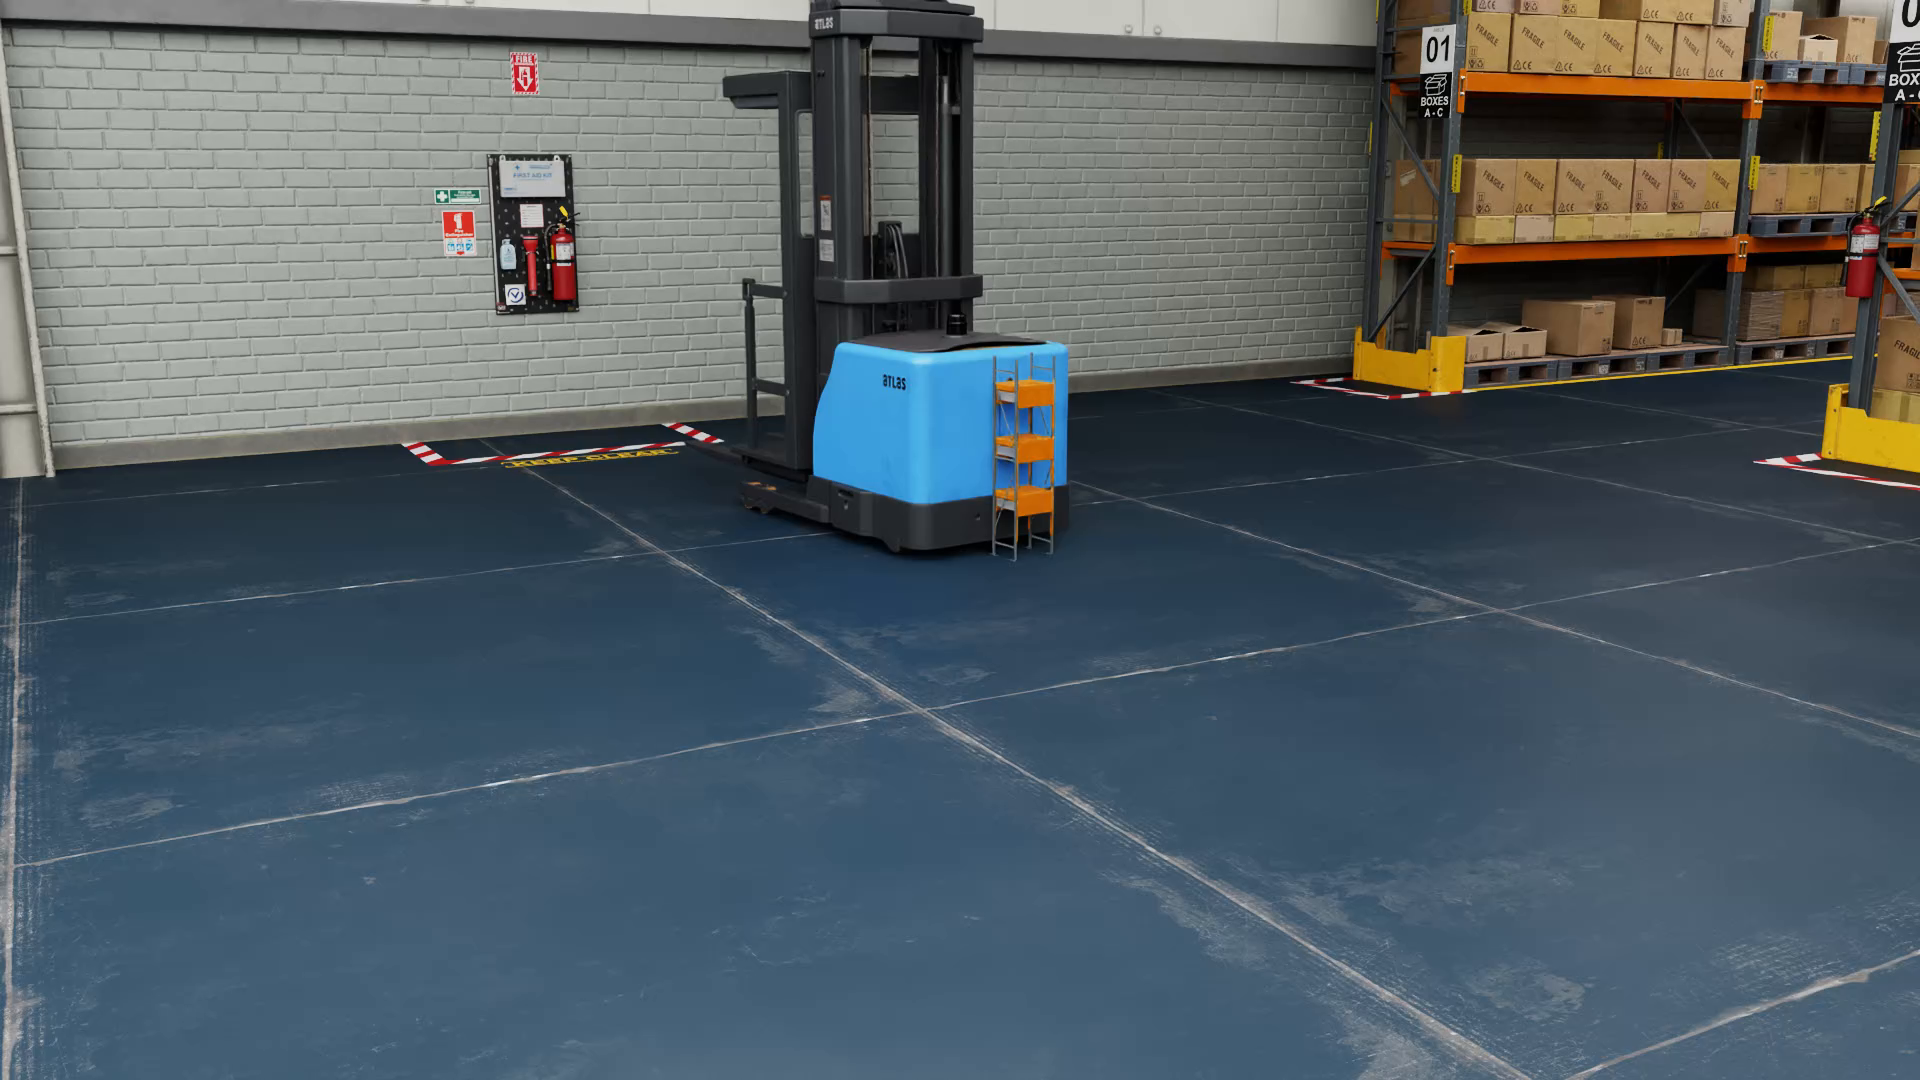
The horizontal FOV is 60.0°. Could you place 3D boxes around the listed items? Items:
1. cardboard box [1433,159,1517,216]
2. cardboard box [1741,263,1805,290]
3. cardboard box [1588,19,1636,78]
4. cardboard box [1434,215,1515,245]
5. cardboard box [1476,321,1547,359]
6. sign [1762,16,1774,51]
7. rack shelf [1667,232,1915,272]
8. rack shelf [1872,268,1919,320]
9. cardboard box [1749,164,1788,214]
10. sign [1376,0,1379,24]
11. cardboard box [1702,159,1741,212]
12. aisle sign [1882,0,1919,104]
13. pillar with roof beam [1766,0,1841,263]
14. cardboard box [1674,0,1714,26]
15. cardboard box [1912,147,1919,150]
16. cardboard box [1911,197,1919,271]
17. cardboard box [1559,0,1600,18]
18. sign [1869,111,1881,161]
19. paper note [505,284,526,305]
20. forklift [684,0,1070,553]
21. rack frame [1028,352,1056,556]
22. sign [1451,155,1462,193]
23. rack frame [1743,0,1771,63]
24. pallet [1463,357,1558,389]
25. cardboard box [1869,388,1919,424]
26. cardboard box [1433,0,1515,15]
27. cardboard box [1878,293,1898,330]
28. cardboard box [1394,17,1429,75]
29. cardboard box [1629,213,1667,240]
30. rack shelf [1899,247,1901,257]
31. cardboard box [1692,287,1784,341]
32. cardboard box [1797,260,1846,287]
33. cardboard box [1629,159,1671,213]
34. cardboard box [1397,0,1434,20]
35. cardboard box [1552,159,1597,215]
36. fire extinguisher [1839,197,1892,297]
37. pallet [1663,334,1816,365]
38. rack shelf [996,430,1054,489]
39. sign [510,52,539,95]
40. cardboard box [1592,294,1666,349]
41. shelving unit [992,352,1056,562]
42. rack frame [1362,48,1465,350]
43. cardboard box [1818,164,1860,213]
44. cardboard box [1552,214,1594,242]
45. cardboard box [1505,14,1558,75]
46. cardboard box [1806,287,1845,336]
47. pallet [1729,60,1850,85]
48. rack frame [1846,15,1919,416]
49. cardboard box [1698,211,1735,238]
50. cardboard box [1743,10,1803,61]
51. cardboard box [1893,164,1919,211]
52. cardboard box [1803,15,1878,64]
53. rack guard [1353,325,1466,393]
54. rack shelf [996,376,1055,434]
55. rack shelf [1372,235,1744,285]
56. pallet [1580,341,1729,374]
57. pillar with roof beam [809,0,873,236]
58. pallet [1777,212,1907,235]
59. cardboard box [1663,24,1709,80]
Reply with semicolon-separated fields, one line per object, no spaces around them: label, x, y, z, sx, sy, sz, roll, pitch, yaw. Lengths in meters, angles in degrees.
cardboard box;4.680;-3.209;15.124;0.500;0.500;0.500;-7;14;-28
cardboard box;8.651;-2.823;17.807;0.500;0.250;0.500;-7;15;-29
cardboard box;5.933;-4.588;15.561;0.500;0.500;0.500;-6;14;-24
cardboard box;4.697;-2.841;15.196;0.500;0.250;0.500;-7;15;-29
cardboard box;5.268;-1.932;15.986;0.500;0.311;0.500;-6;14;-23
sign;7.894;-4.947;16.249;0.005;0.325;0.100;-7;14;-28
rack shelf;9.383;-3.194;18.110;4.000;0.370;1.077;-7;14;-28
rack shelf;8.249;-1.819;12.000;4.000;0.370;1.077;-7;14;-28
cardboard box;8.091;-3.645;17.245;0.500;0.500;0.700;-7;14;-28
sign;3.868;-4.919;15.284;0.005;0.325;0.100;-7;14;-28
cardboard box;7.361;-3.528;16.542;0.500;0.500;0.500;-7;14;-28
aisle sign;6.295;-3.278;10.921;0.004;0.787;0.394;-7;14;-28
pillar with roof beam;11.646;-5.883;14.753;0.400;9.000;9.100;-7;14;-28
cardboard box;6.839;-5.180;15.910;0.500;0.500;0.500;-6;14;-25
cardboard box;11.413;-4.423;19.271;0.500;0.250;0.500;-6;14;-26
cardboard box;6.910;-2.055;11.182;0.500;0.500;0.700;-7;14;-28
cardboard box;5.480;-5.017;15.186;0.500;0.500;0.500;-6;14;-26
sign;6.246;-2.746;11.304;0.005;0.325;0.100;-7;14;-28
paper note;-3.325;-1.836;12.440;0.142;0.148;0.016;-7;14;-28
forklift;-0.669;-1.634;9.696;1.130;2.935;3.031;-9;15;-35
rack frame;0.428;-0.448;8.710;0.008;1.050;0.200;-9;16;-36
sign;4.377;-3.232;14.666;0.005;0.325;0.100;-7;14;-28
rack frame;7.628;-6.262;16.437;0.127;3.000;1.000;-7;14;-28
pallet;4.914;-1.640;15.917;1.213;0.211;1.003;-7;14;-28
cardboard box;6.823;-0.937;11.745;0.500;0.250;0.500;-7;14;-28
cardboard box;4.571;-4.918;14.746;0.500;0.500;0.500;-8;15;-32
cardboard box;10.024;-2.633;18.669;0.500;0.500;0.700;-7;14;-28
cardboard box;4.362;-4.529;15.295;0.500;0.500;0.500;-6;14;-24
cardboard box;6.482;-3.057;16.155;0.500;0.250;0.500;-7;14;-28
rack shelf;12.894;-3.615;19.979;4.000;0.370;1.077;-7;14;-28
cardboard box;8.266;-2.411;17.680;0.500;0.500;0.700;-6;14;-26
cardboard box;9.552;-2.928;18.271;0.500;0.250;0.500;-7;14;-28
cardboard box;6.478;-3.423;16.077;0.500;0.500;0.500;-7;15;-29
cardboard box;4.370;-5.020;15.199;0.500;0.500;0.500;-6;14;-25
cardboard box;5.575;-3.312;15.582;0.500;0.500;0.500;-7;15;-30
fire extinguisher;6.167;-1.999;11.337;0.183;0.674;0.296;-7;14;-28
pallet;8.310;-2.057;17.767;1.213;0.211;1.003;-7;14;-28
rack shelf;0.330;-0.422;8.641;0.240;0.259;0.215;-9;16;-36
sign;-3.192;-3.420;12.194;0.199;0.298;0.001;-7;14;-28
cardboard box;6.736;-2.213;16.802;0.500;0.500;0.500;-8;15;-32
shelving unit;0.330;-0.432;8.639;0.252;1.050;0.215;-9;16;-36
rack frame;4.117;-2.914;15.226;0.127;3.000;1.000;-7;14;-28
cardboard box;9.148;-3.778;17.835;0.500;0.500;0.700;-5;14;-20
cardboard box;5.596;-2.951;15.684;0.500;0.250;0.500;-7;15;-29
cardboard box;5.019;-4.473;15.046;0.500;0.500;0.500;-6;14;-24
cardboard box;9.163;-2.521;18.169;0.500;0.500;0.700;-7;14;-27
pallet;8.221;-4.751;16.984;1.003;0.211;1.213;-7;14;-28
rack frame;6.494;-1.960;10.986;0.127;3.000;1.000;-7;14;-28
cardboard box;7.357;-3.163;16.629;0.500;0.250;0.500;-7;14;-28
cardboard box;8.146;-5.094;16.896;0.500;0.500;0.500;-5;13;-20
cardboard box;10.253;-3.904;18.394;0.500;0.500;0.700;-8;15;-33
cardboard box;9.228;-5.224;17.473;0.500;0.500;0.500;-7;15;-30
rack guard;4.184;-1.703;15.536;0.348;0.500;1.175;-7;14;-28
rack shelf;0.330;-0.699;8.579;0.240;0.259;0.215;-9;16;-36
rack shelf;5.872;-2.774;16.240;4.000;0.370;1.077;-7;14;-28
pallet;7.055;-1.897;17.058;1.213;0.211;1.003;-7;14;-28
pillar with roof beam;1.113;-4.620;9.144;0.400;9.000;9.100;-7;14;-28
pallet;9.421;-3.446;18.026;1.213;0.211;1.003;-7;14;-28
cardboard box;6.853;-4.705;16.080;0.500;0.500;0.500;-8;15;-33
